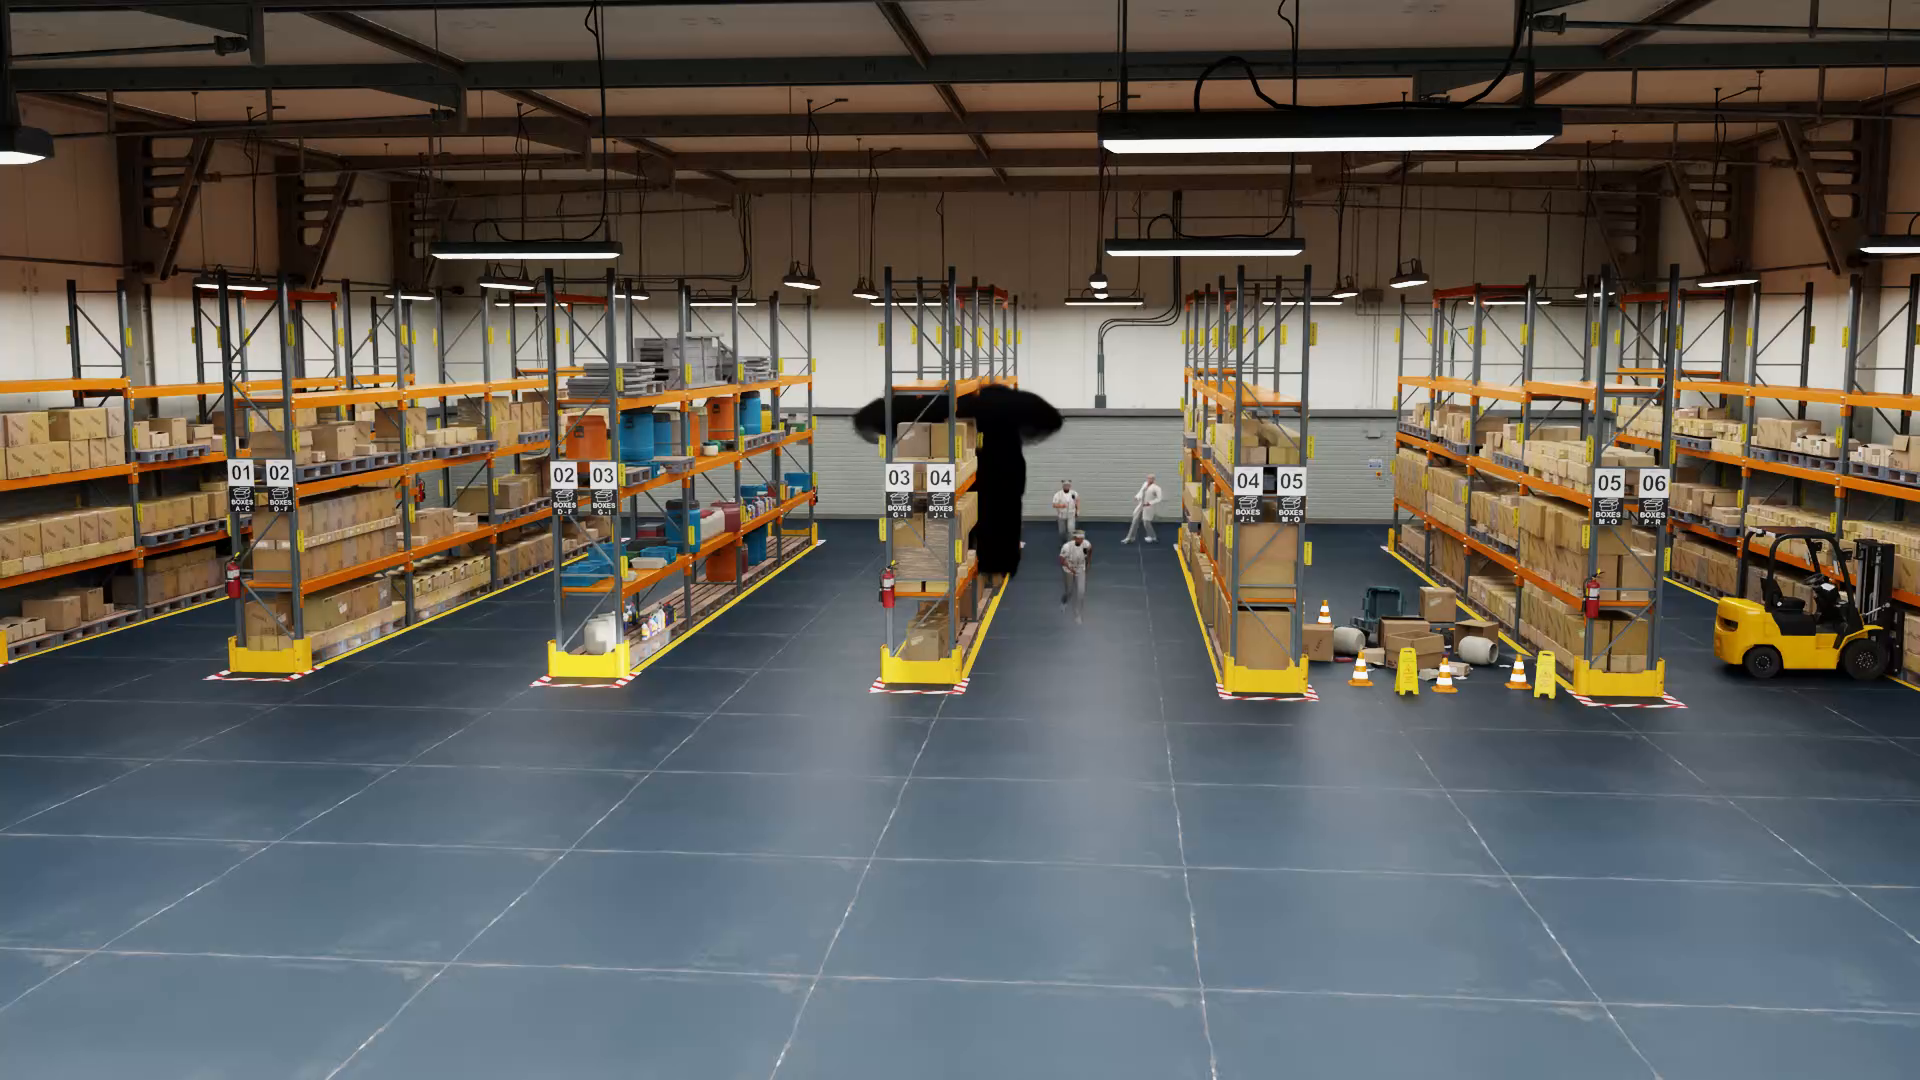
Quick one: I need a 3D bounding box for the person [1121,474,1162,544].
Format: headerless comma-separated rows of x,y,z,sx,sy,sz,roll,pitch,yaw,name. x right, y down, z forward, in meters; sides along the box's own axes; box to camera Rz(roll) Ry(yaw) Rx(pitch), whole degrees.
4.532,-0.761,40.461,0.849,1.731,0.939,-5,9,-37,person

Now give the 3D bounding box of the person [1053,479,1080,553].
2.439,-0.490,38.076,0.636,1.845,0.874,0,7,1,person

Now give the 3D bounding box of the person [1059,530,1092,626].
1.940,0.587,28.516,0.611,1.628,0.978,-2,7,-17,person
